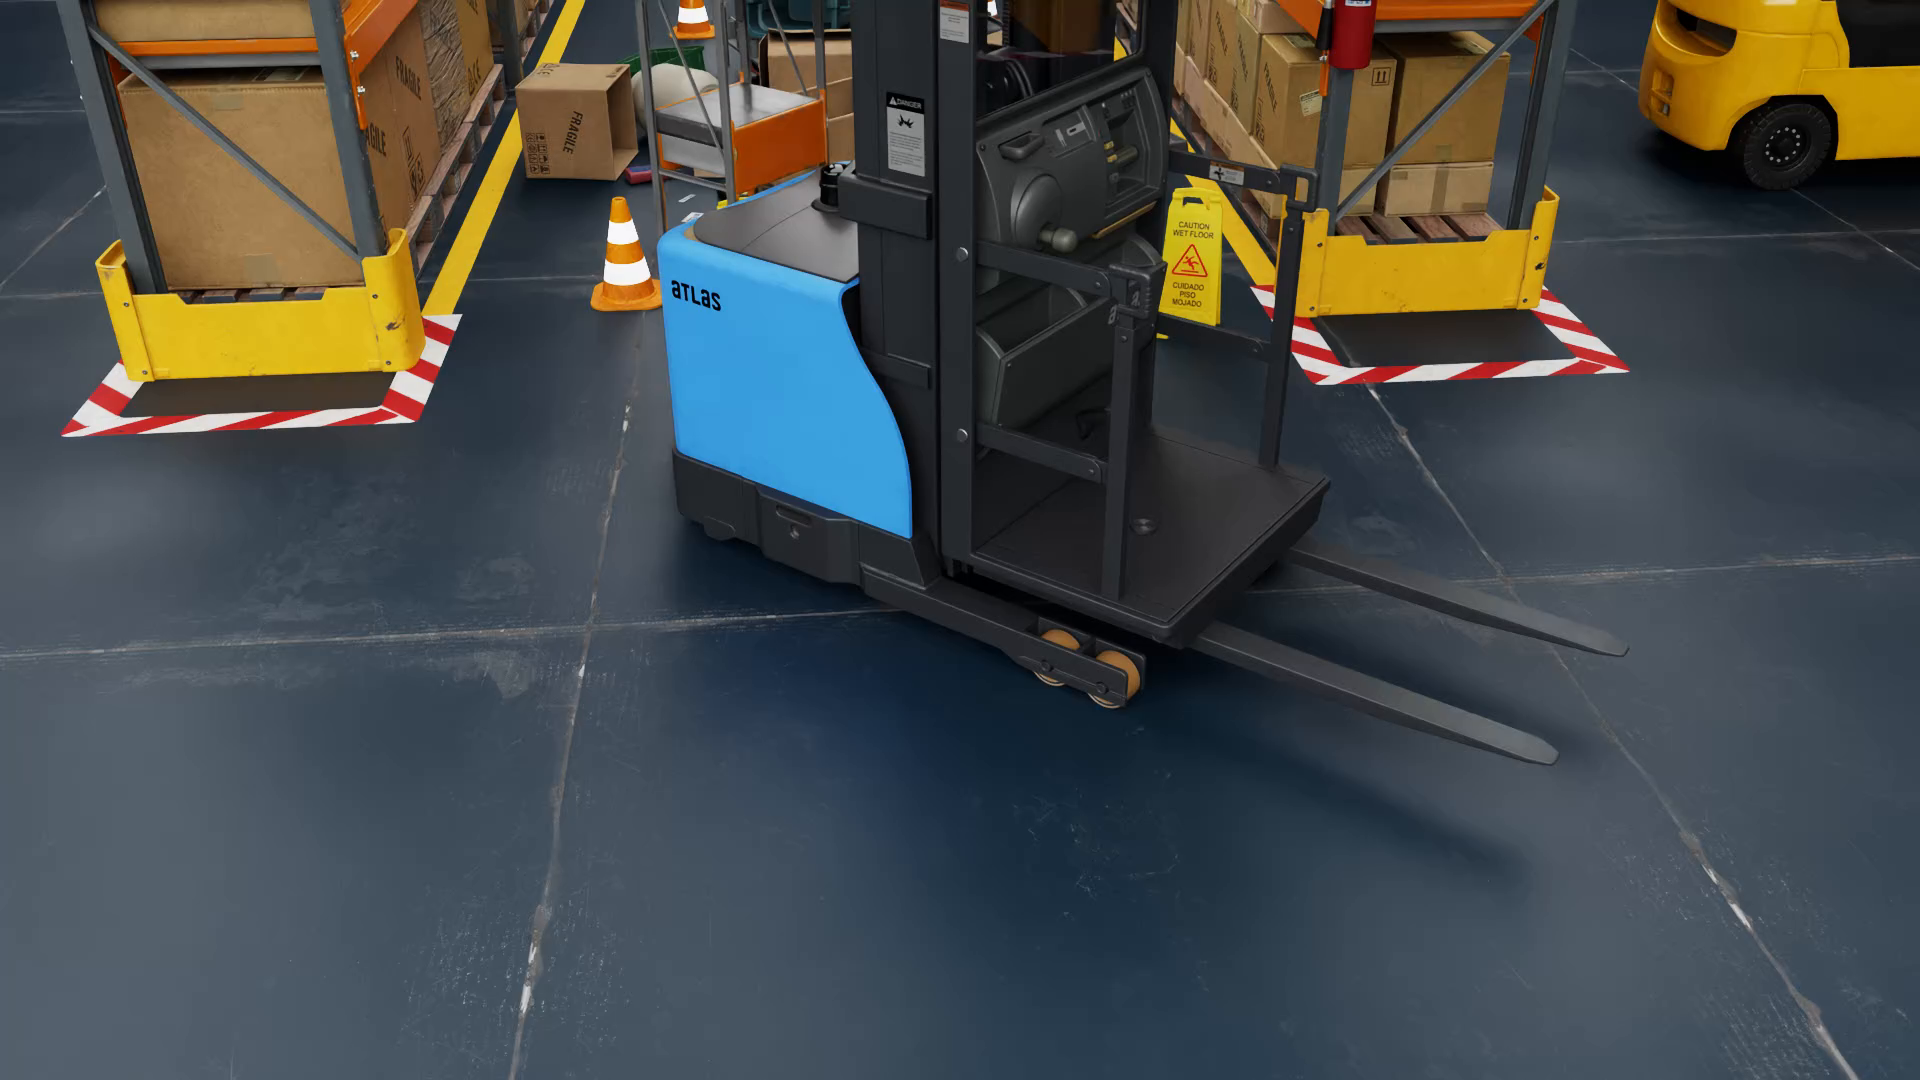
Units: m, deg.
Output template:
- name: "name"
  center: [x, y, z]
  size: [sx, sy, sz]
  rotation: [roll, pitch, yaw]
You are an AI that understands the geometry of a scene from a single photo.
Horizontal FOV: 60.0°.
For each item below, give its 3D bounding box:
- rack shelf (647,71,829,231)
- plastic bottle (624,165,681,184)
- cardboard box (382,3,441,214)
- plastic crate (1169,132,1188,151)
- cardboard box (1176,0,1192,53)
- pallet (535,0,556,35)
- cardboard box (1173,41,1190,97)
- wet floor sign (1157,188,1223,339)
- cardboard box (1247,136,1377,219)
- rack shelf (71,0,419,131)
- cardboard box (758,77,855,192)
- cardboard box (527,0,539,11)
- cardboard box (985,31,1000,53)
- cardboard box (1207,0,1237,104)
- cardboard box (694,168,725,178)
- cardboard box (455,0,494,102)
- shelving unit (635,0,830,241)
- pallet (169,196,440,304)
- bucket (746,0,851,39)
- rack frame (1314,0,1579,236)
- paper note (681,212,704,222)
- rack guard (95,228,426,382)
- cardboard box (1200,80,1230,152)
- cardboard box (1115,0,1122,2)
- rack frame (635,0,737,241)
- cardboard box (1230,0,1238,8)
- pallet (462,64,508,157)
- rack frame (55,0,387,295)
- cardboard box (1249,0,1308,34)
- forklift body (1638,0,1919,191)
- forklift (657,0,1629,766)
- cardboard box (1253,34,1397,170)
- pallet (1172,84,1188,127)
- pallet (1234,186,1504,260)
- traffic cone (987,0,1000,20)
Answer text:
- name: "rack shelf"
  center: [-0.784, -1.339, 5.969]
  size: [0.431, 0.518, 0.480]
  rotation: [21, 37, 31]
- name: "plastic bottle"
  center: [-1.666, -1.995, 9.030]
  size: [0.283, 0.061, 0.133]
  rotation: [-14, 33, -22]
- name: "cardboard box"
  center: [-3.091, -2.125, 8.045]
  size: [0.875, 0.875, 0.875]
  rotation: [-3, 31, -5]
- name: "plastic crate"
  center: [0.998, -2.302, 9.525]
  size: [0.402, 0.080, 0.583]
  rotation: [-14, 33, -22]
- name: "cardboard box"
  center: [1.516, -3.131, 9.607]
  size: [0.500, 0.500, 0.500]
  rotation: [-2, 31, -3]
- name: "pallet"
  center: [-3.515, -3.925, 12.115]
  size: [1.003, 0.211, 1.213]
  rotation: [-3, 31, -5]
- name: "cardboard box"
  center: [1.515, -2.810, 9.801]
  size: [0.500, 0.250, 0.500]
  rotation: [-1, 31, -2]
- name: "wet floor sign"
  center: [0.994, -1.195, 7.121]
  size: [0.267, 0.644, 0.232]
  rotation: [8, 32, 13]
- name: "cardboard box"
  center: [1.696, -1.766, 8.053]
  size: [0.500, 0.250, 0.500]
  rotation: [-3, 31, -5]
- name: "rack shelf"
  center: [-3.064, -2.777, 8.176]
  size: [1.077, 0.370, 4.000]
  rotation: [-3, 31, -5]
- name: "cardboard box"
  center: [-0.643, -2.057, 8.704]
  size: [0.637, 0.503, 0.797]
  rotation: [27, 40, 37]
- name: "cardboard box"
  center: [-3.485, -4.127, 11.518]
  size: [1.050, 0.750, 0.750]
  rotation: [-3, 31, -5]
- name: "cardboard box"
  center: [0.413, -2.712, 9.800]
  size: [0.500, 0.500, 0.500]
  rotation: [20, 36, 29]
- name: "cardboard box"
  center: [1.615, -2.596, 8.712]
  size: [0.500, 0.500, 0.500]
  rotation: [-3, 31, -6]
- name: "cardboard box"
  center: [-1.257, -2.144, 9.081]
  size: [0.396, 0.266, 0.258]
  rotation: [2, 31, 4]
- name: "cardboard box"
  center: [-3.262, -3.051, 9.595]
  size: [0.875, 0.875, 0.875]
  rotation: [-2, 31, -4]
- name: "shelving unit"
  center: [-0.784, -1.351, 5.962]
  size: [0.431, 2.100, 0.503]
  rotation: [21, 37, 31]
- name: "pallet"
  center: [-3.030, -1.272, 7.674]
  size: [1.003, 0.211, 1.213]
  rotation: [-3, 31, -5]
- name: "bucket"
  center: [-0.943, -3.395, 10.219]
  size: [0.726, 0.611, 0.620]
  rotation: [8, 22, 13]
- name: "rack frame"
  center: [2.041, -2.354, 6.765]
  size: [1.000, 3.000, 0.127]
  rotation: [-3, 31, -5]
- name: "paper note"
  center: [-1.330, -1.650, 8.485]
  size: [0.144, 0.017, 0.142]
  rotation: [8, 32, 13]
- name: "rack guard"
  center: [-2.875, -0.980, 6.902]
  size: [1.175, 0.500, 0.348]
  rotation: [-3, 31, -5]
- name: "cardboard box"
  center: [1.603, -2.285, 8.922]
  size: [0.500, 0.250, 0.500]
  rotation: [-4, 31, -6]
- name: "cardboard box"
  center: [1.546, -4.083, 11.813]
  size: [0.950, 0.372, 0.625]
  rotation: [-1, 31, -1]
- name: "rack frame"
  center: [-0.930, -1.251, 5.794]
  size: [0.400, 2.100, 0.015]
  rotation: [21, 37, 31]
- name: "cardboard box"
  center: [1.563, -2.798, 8.417]
  size: [0.380, 0.149, 0.250]
  rotation: [-1, 31, -2]
- name: "pallet"
  center: [-3.258, -2.518, 9.760]
  size: [1.003, 0.211, 1.213]
  rotation: [-3, 31, -5]
- name: "rack frame"
  center: [-2.877, -2.065, 6.282]
  size: [1.000, 3.000, 0.127]
  rotation: [-3, 31, -5]
- name: "cardboard box"
  center: [1.606, -2.535, 7.976]
  size: [0.380, 0.149, 0.250]
  rotation: [-2, 31, -3]
- name: "forklift body"
  center: [4.990, -3.110, 8.859]
  size: [2.313, 2.155, 1.214]
  rotation: [-3, 31, -5]
- name: "forklift"
  center: [0.509, -1.072, 4.686]
  size: [3.031, 2.935, 1.130]
  rotation: [20, 36, 30]
- name: "cardboard box"
  center: [1.707, -2.072, 7.834]
  size: [0.500, 0.500, 0.500]
  rotation: [-3, 31, -4]
- name: "pallet"
  center: [1.766, -2.858, 10.328]
  size: [1.003, 0.211, 1.213]
  rotation: [-3, 31, -5]
- name: "pallet"
  center: [1.994, -1.612, 8.243]
  size: [1.003, 0.211, 1.213]
  rotation: [-3, 31, -5]
- name: "traffic cone"
  center: [0.158, -3.873, 11.783]
  size: [0.336, 0.463, 0.334]
  rotation: [-3, 31, -5]
